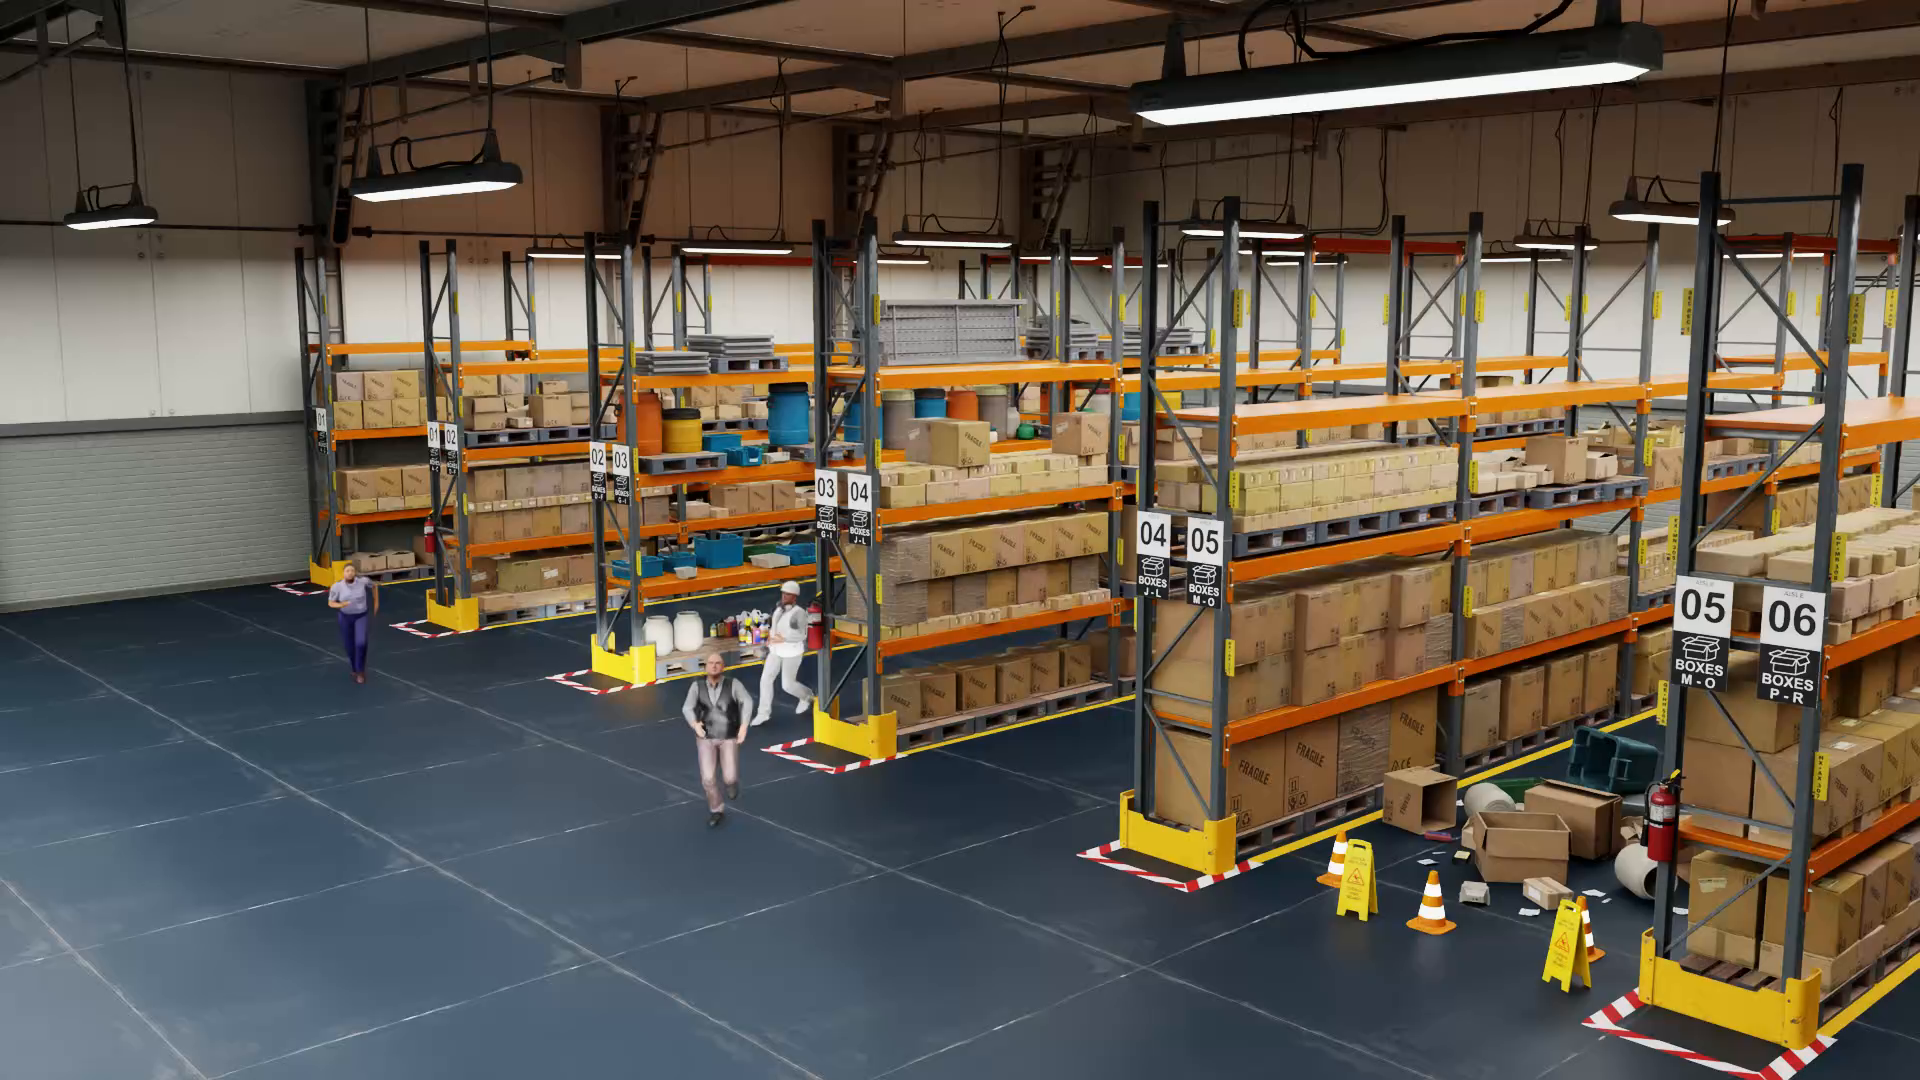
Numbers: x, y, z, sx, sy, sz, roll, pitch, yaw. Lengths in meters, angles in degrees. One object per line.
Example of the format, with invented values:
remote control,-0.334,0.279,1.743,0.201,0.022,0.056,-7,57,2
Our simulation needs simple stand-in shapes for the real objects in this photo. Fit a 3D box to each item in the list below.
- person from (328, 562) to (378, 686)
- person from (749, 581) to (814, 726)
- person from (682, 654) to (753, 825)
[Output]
person,-8.115,1.110,22.294,0.628,1.645,0.806,-3,9,-20
person,-2.082,1.358,20.122,0.685,1.763,0.916,8,11,43
person,-2.393,1.951,16.425,0.691,1.686,0.609,-1,8,-5
